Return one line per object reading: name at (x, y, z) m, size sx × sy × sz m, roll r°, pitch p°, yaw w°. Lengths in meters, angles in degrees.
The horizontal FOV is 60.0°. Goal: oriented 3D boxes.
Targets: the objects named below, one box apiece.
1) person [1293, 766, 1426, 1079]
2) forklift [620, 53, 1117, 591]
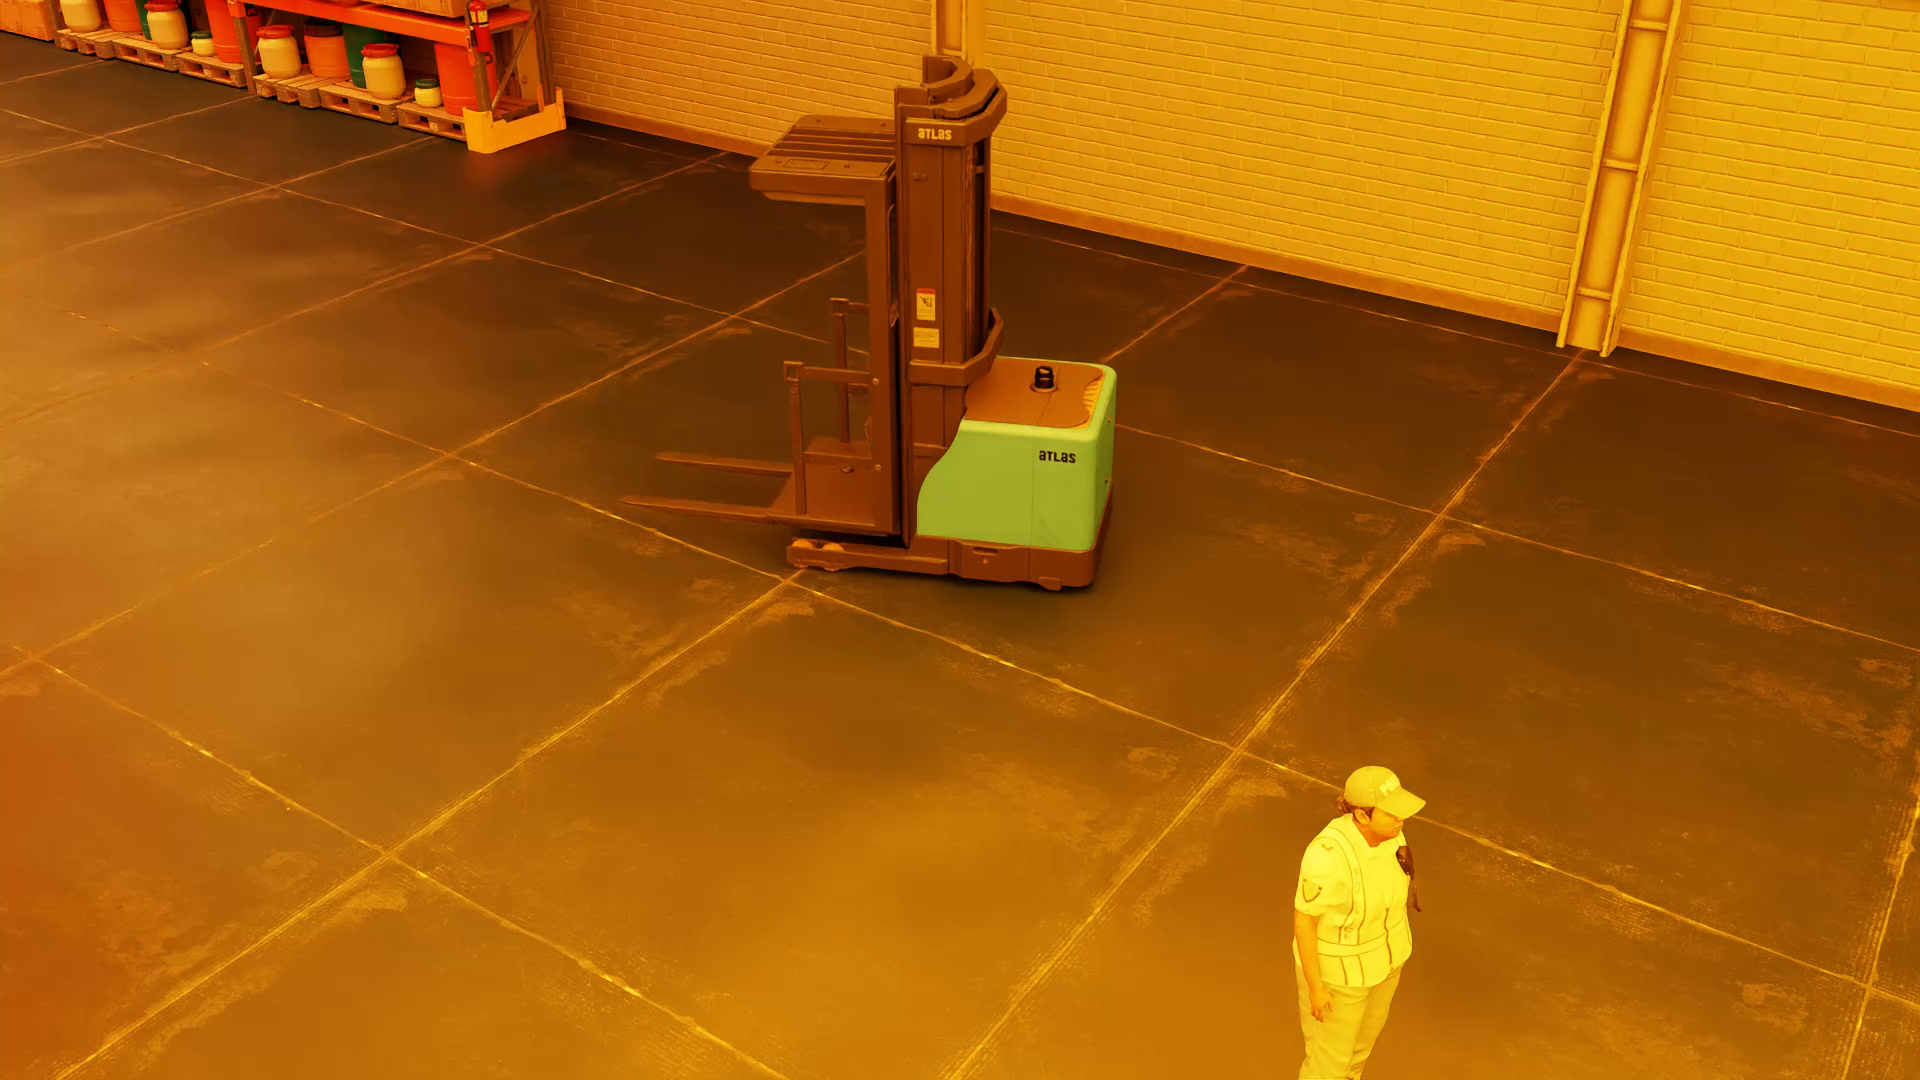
person at (1.484, 1.589, 6.090) m, size 0.598 × 1.670 × 0.529 m, roll -23°, pitch 37°, yaw -34°
forklift at (-0.596, -1.330, 9.871) m, size 3.031 × 2.935 × 1.130 m, roll 6°, pitch 31°, yaw 10°
